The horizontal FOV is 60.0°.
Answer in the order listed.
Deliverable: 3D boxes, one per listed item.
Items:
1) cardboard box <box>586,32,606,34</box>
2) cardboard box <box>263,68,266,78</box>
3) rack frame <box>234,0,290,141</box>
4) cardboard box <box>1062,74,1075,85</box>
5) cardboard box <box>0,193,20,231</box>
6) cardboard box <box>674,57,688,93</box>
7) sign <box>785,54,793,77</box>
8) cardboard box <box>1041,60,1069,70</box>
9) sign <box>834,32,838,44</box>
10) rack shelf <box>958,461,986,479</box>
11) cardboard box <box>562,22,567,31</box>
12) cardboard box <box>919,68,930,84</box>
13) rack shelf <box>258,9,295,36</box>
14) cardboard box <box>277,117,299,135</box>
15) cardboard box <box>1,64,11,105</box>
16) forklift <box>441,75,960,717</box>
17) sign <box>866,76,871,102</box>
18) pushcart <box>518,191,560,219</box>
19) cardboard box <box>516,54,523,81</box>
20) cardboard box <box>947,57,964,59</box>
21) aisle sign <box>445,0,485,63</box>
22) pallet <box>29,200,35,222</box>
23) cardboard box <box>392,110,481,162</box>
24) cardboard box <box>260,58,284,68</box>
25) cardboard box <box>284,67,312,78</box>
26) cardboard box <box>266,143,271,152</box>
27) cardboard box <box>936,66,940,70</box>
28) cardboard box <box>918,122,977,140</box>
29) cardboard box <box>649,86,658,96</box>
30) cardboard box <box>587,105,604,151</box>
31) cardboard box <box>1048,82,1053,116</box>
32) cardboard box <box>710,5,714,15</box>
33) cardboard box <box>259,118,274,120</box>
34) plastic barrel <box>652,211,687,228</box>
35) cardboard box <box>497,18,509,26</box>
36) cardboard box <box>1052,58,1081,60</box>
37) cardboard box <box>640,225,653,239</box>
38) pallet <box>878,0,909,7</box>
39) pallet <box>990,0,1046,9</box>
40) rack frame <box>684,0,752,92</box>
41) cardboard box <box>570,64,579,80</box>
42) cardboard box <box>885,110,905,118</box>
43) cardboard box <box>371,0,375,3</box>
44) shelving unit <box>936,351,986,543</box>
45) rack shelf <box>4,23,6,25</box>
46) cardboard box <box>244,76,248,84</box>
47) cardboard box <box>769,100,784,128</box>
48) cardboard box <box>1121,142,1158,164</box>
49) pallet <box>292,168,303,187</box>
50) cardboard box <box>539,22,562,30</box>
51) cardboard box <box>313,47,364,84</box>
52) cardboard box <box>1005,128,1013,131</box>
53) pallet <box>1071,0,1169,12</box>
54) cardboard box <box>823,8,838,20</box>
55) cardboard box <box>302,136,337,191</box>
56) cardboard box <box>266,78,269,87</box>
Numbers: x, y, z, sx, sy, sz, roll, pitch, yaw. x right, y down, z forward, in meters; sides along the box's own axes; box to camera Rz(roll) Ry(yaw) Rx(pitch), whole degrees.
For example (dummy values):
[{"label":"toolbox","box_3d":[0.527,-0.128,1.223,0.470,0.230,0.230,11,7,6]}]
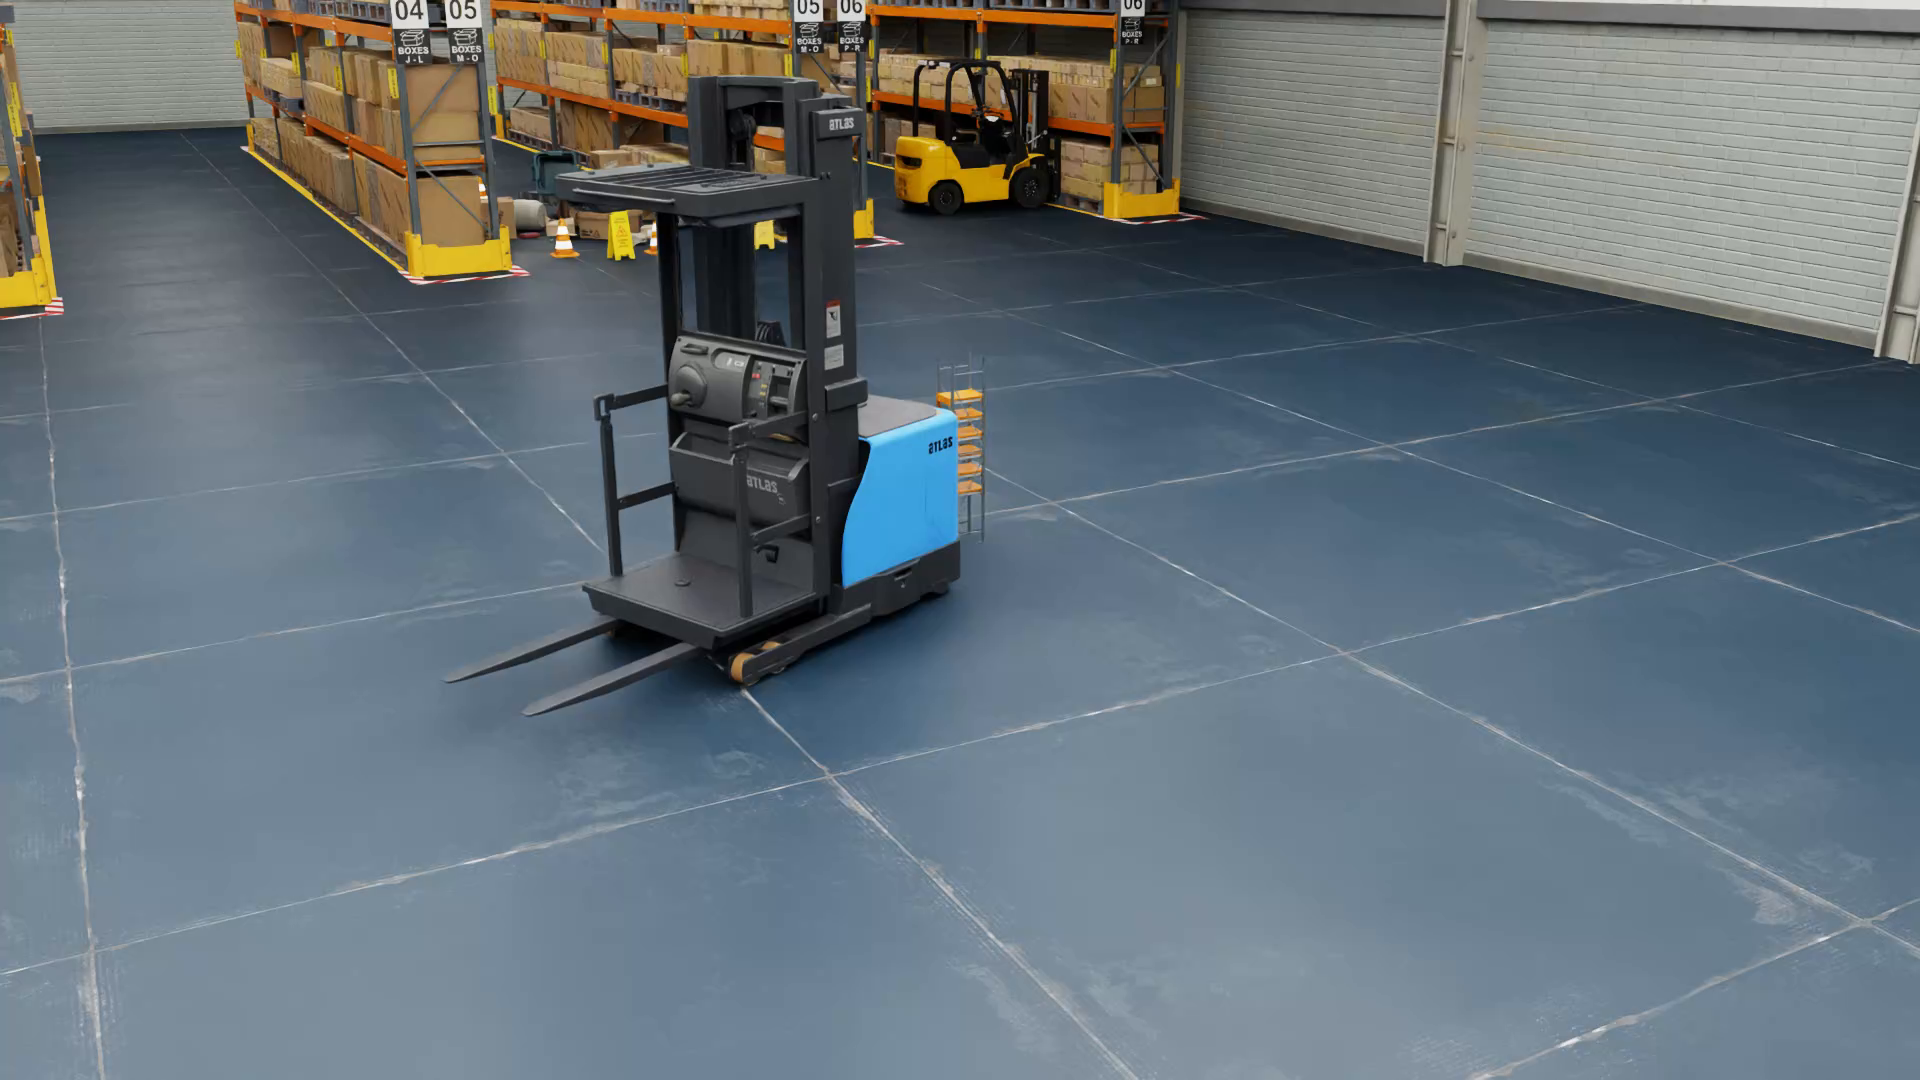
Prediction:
[{"label":"cardboard box","box_3d":[-6.716,-9.181,30.953,0.500,0.500,0.500,-10,21,-26]},{"label":"cardboard box","box_3d":[-11.803,-8.064,28.687,0.380,0.149,0.250,-10,22,-28]},{"label":"rack frame","box_3d":[-13.610,-9.250,32.840,1.000,3.000,0.127,-10,21,-27]},{"label":"cardboard box","box_3d":[1.759,-6.928,24.962,0.380,0.149,0.250,-11,22,-28]},{"label":"cardboard box","box_3d":[-12.597,-4.272,21.571,0.700,0.500,0.500,-12,22,-31]},{"label":"cardboard box","box_3d":[-4.024,-7.085,25.311,0.500,0.500,0.500,-10,22,-28]},{"label":"sign","box_3d":[-2.201,-6.069,21.362,0.100,0.325,0.005,-10,21,-27]},{"label":"cardboard box","box_3d":[1.470,-7.302,25.590,0.380,0.149,0.250,-10,21,-26]},{"label":"sign","box_3d":[-2.548,-10.302,34.113,0.100,0.325,0.005,-10,21,-27]},{"label":"rack shelf","box_3d":[0.007,-0.408,10.477,0.258,0.103,0.180,-10,21,-27]},{"label":"cardboard box","box_3d":[-7.459,-9.926,32.118,0.380,0.149,0.250,-10,21,-26]},{"label":"cardboard box","box_3d":[-0.406,-8.080,28.912,0.500,0.250,0.500,-10,21,-26]},{"label":"rack shelf","box_3d":[-10.760,-8.606,27.477,1.077,0.370,4.000,-10,21,-27]},{"label":"cardboard box","box_3d":[-11.592,-7.220,28.996,0.500,0.250,0.500,-11,22,-29]},{"label":"cardboard box","box_3d":[-10.677,-4.923,18.158,0.500,0.500,0.500,-10,21,-27]},{"label":"forklift","box_3d":[-1.303,-0.825,8.530,1.130,2.935,3.031,14,24,36]},{"label":"sign","box_3d":[-1.226,-5.946,21.938,0.100,0.325,0.005,-10,21,-27]},{"label":"pushcart","box_3d":[-5.586,-4.994,24.526,0.936,0.377,1.648,16,25,39]},{"label":"cardboard box","box_3d":[-8.583,-9.480,33.353,0.500,0.500,0.500,-9,21,-25]},{"label":"cardboard box","box_3d":[-0.057,-8.373,29.152,0.380,0.149,0.250,-9,21,-25]},{"label":"aisle sign","box_3d":[-5.714,-5.912,19.181,0.394,0.787,0.004,-10,21,-27]},{"label":"pallet","box_3d":[-13.854,-4.672,23.846,1.003,0.211,1.213,-10,21,-27]},{"label":"cardboard box","box_3d":[-6.228,-4.828,19.793,0.875,0.550,0.550,-10,21,-27]},{"label":"cardboard box","box_3d":[-11.928,-8.279,28.854,0.380,0.149,0.250,-9,21,-24]},{"label":"cardboard box","box_3d":[-10.447,-7.384,26.262,0.380,0.149,0.250,-11,22,-29]},{"label":"cardboard box","box_3d":[-12.688,-7.310,30.943,0.380,0.149,0.250,-10,21,-27]},{"label":"cardboard box","box_3d":[-0.227,-8.151,28.506,0.380,0.149,0.250,-10,21,-26]},{"label":"cardboard box","box_3d":[-0.214,-7.035,29.416,0.875,0.625,0.625,-11,22,-29]},{"label":"cardboard box","box_3d":[-4.787,-7.236,26.743,0.380,0.149,0.250,-9,21,-25]},{"label":"cardboard box","box_3d":[-6.177,-7.411,30.125,0.875,0.875,0.875,-10,21,-26]},{"label":"cardboard box","box_3d":[1.468,-6.811,25.617,0.500,0.500,0.500,-10,21,-26]},{"label":"cardboard box","box_3d":[-3.381,-7.635,23.946,0.380,0.149,0.250,-10,21,-27]},{"label":"cardboard box","box_3d":[-13.423,-8.119,32.376,0.380,0.149,0.250,-10,21,-26]},{"label":"plastic barrel","box_3d":[-4.017,-4.593,23.294,0.512,0.421,0.421,4,19,11]},{"label":"cardboard box","box_3d":[-9.376,-10.728,34.441,0.380,0.149,0.250,-9,21,-26]},{"label":"cardboard box","box_3d":[1.681,-7.529,26.247,0.380,0.149,0.250,-10,22,-28]},{"label":"cardboard box","box_3d":[-4.103,-4.168,22.483,0.380,0.149,0.250,1,19,2]},{"label":"pallet","box_3d":[-0.735,-9.667,29.739,1.213,0.211,1.003,-9,21,-24]},{"label":"pallet","box_3d":[1.192,-8.506,26.221,1.003,0.211,1.213,-10,21,-27]},{"label":"rack frame","box_3d":[-3.603,-6.601,25.163,1.000,3.000,0.127,-10,21,-27]},{"label":"cardboard box","box_3d":[-6.710,-8.454,29.996,0.500,0.250,0.500,-11,22,-28]},{"label":"cardboard box","box_3d":[-1.212,-8.121,31.762,0.380,0.149,0.250,-9,21,-25]},{"label":"cardboard box","box_3d":[-6.709,-6.391,19.544,0.380,0.149,0.250,-10,21,-26]},{"label":"shelving unit","box_3d":[0.007,-0.563,10.424,0.258,1.200,0.189,-10,21,-27]},{"label":"rack shelf","box_3d":[-17.073,-9.015,28.662,1.077,0.370,4.000,-10,21,-27]},{"label":"cardboard box","box_3d":[-13.744,-8.988,32.464,0.380,0.149,0.250,-10,21,-27]},{"label":"cardboard box","box_3d":[-2.204,-5.754,22.098,0.500,0.500,0.500,-10,22,-28]},{"label":"cardboard box","box_3d":[2.602,-5.761,24.768,0.500,0.250,0.500,-10,22,-27]},{"label":"pallet","box_3d":[-10.756,-6.210,28.304,1.003,0.211,1.213,-10,21,-27]},{"label":"cardboard box","box_3d":[-7.858,-9.856,31.915,0.380,0.149,0.250,-9,21,-25]},{"label":"cardboard box","box_3d":[-9.365,-7.198,25.207,0.700,0.500,0.500,-10,22,-27]},{"label":"cardboard box","box_3d":[0.717,-6.555,27.068,0.500,0.250,0.500,-10,22,-27]},{"label":"pallet","box_3d":[2.350,-7.806,24.192,1.003,0.211,1.213,-10,21,-27]},{"label":"cardboard box","box_3d":[-1.575,-6.898,21.809,0.380,0.149,0.250,-10,21,-27]},{"label":"cardboard box","box_3d":[-9.601,-5.900,25.936,1.050,0.750,0.750,-10,22,-27]},{"label":"cardboard box","box_3d":[-11.676,-7.846,28.513,0.380,0.149,0.250,-10,21,-26]}]
